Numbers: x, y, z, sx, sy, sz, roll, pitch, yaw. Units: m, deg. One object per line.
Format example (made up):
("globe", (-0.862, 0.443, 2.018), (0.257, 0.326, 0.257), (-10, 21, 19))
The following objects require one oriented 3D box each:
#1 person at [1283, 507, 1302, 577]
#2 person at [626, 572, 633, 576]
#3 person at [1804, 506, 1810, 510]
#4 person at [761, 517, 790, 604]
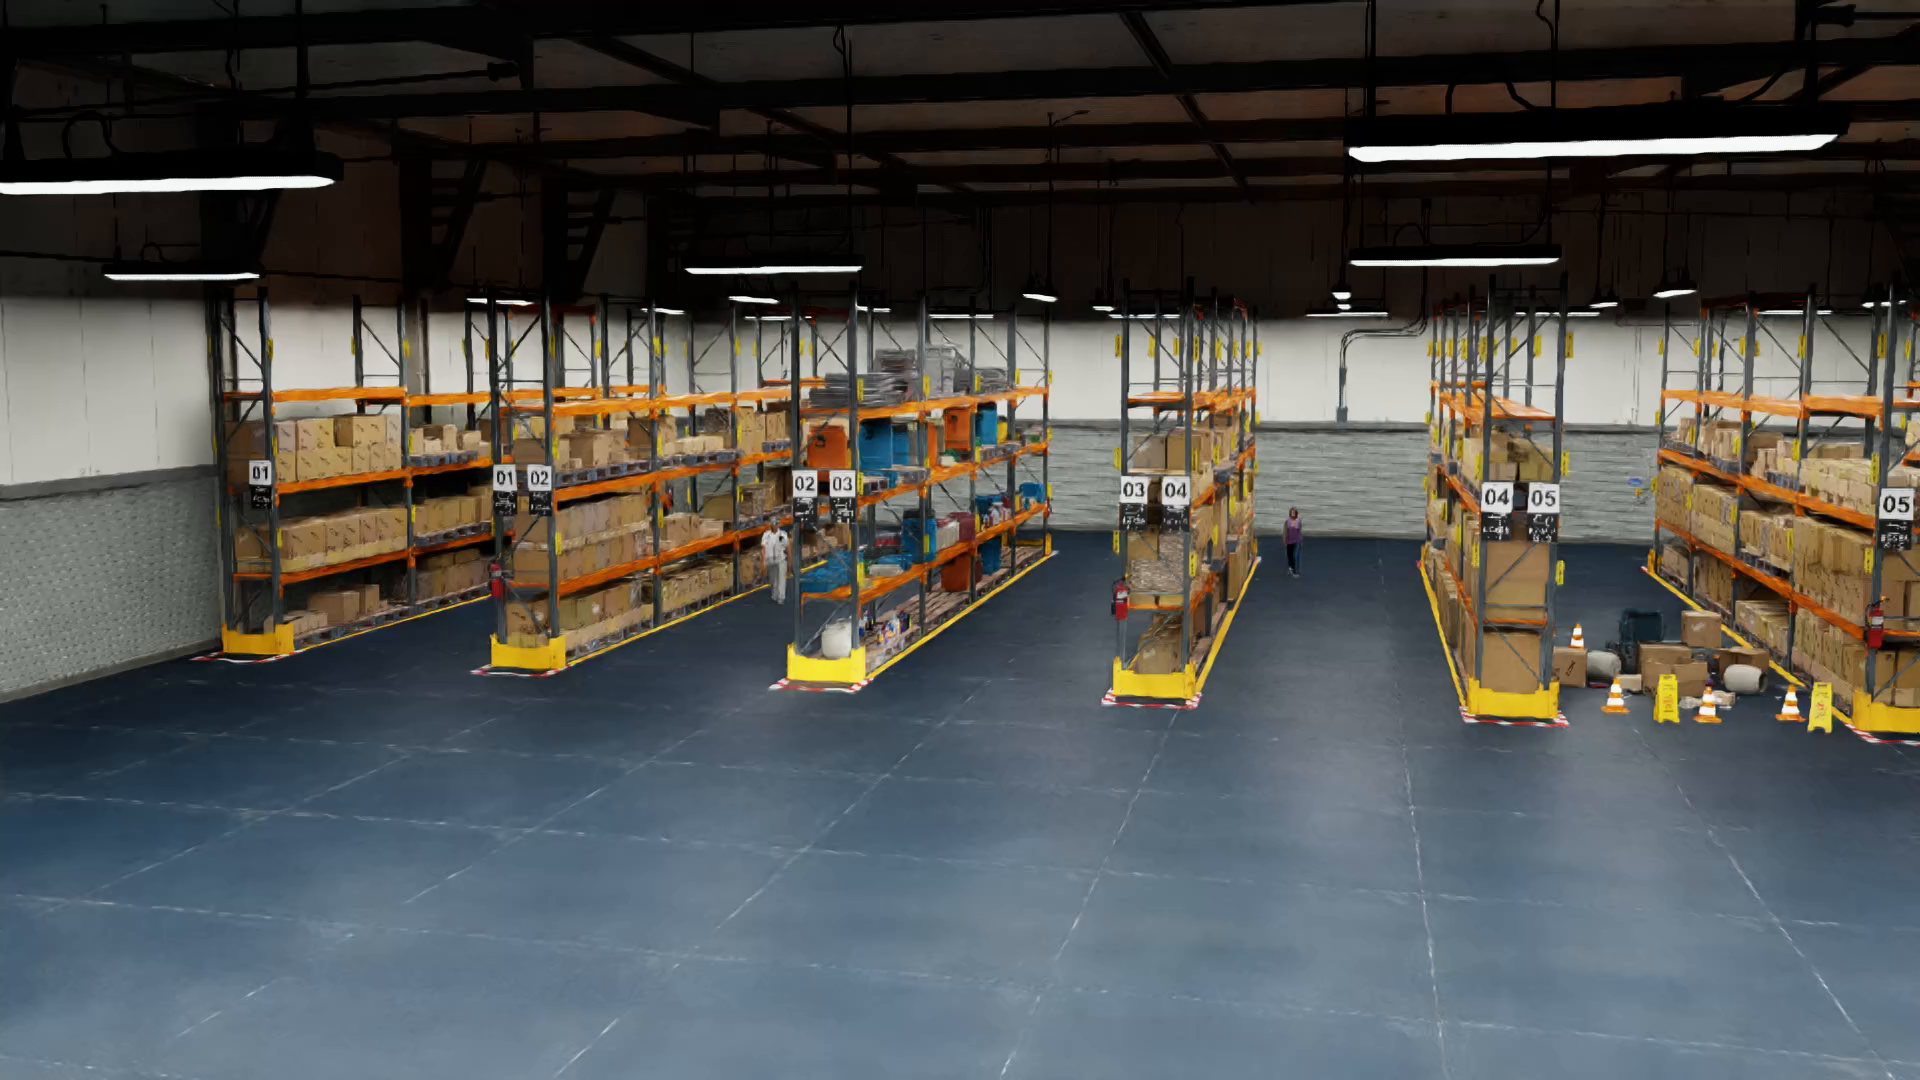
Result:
("person", (7.346, 0.018, 36.738), (0.417, 1.517, 1.037), (2, 7, 15))
("person", (-6.763, 0.374, 33.265), (0.446, 1.589, 1.095), (1, 7, 11))
("person", (18.801, -0.075, 37.016), (0.601, 1.656, 0.586), (-1, 7, -6))
("person", (-3.645, 0.385, 32.756), (0.536, 1.696, 1.037), (1, 7, 5))
